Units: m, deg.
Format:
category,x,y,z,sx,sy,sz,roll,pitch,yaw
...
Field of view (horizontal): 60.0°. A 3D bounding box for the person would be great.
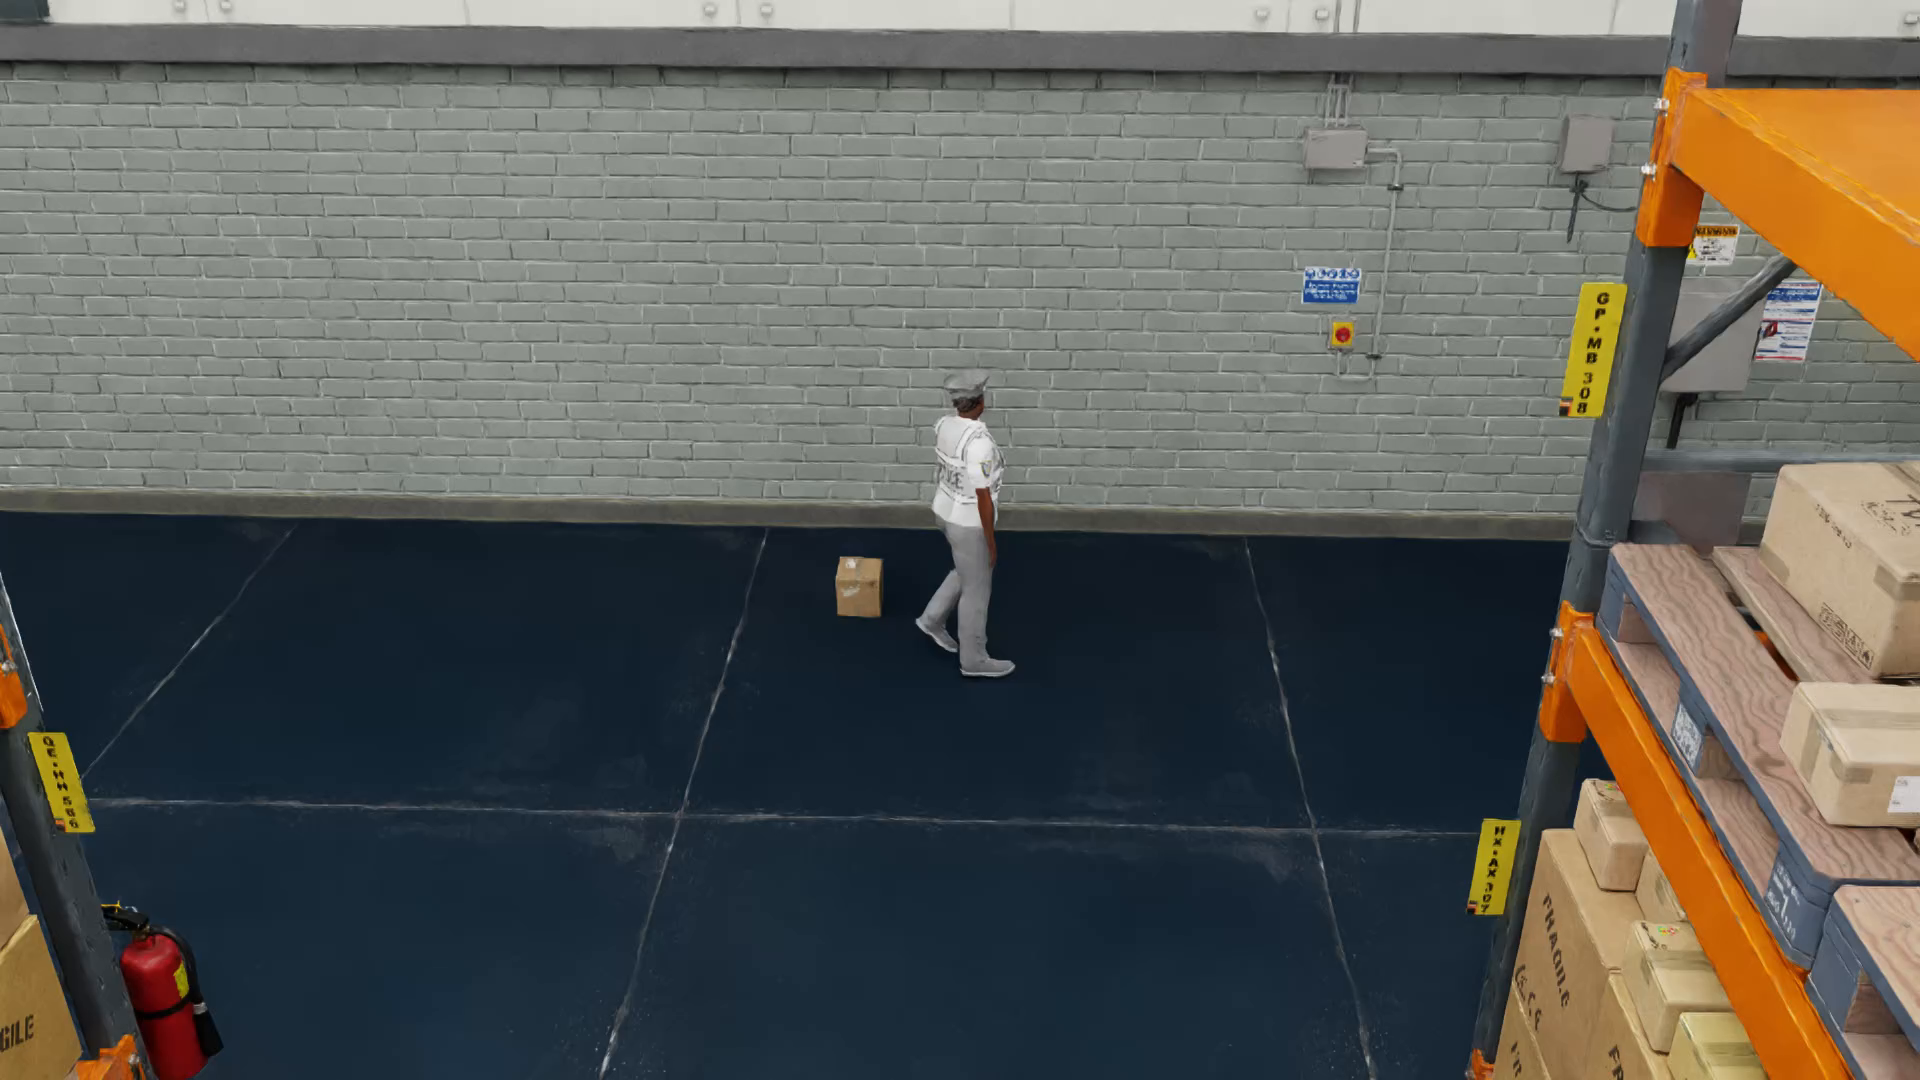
category,x,y,z,sx,sy,sz,roll,pitch,yaw
person,0.010,-0.080,8.754,0.475,1.646,0.564,-12,31,-22
